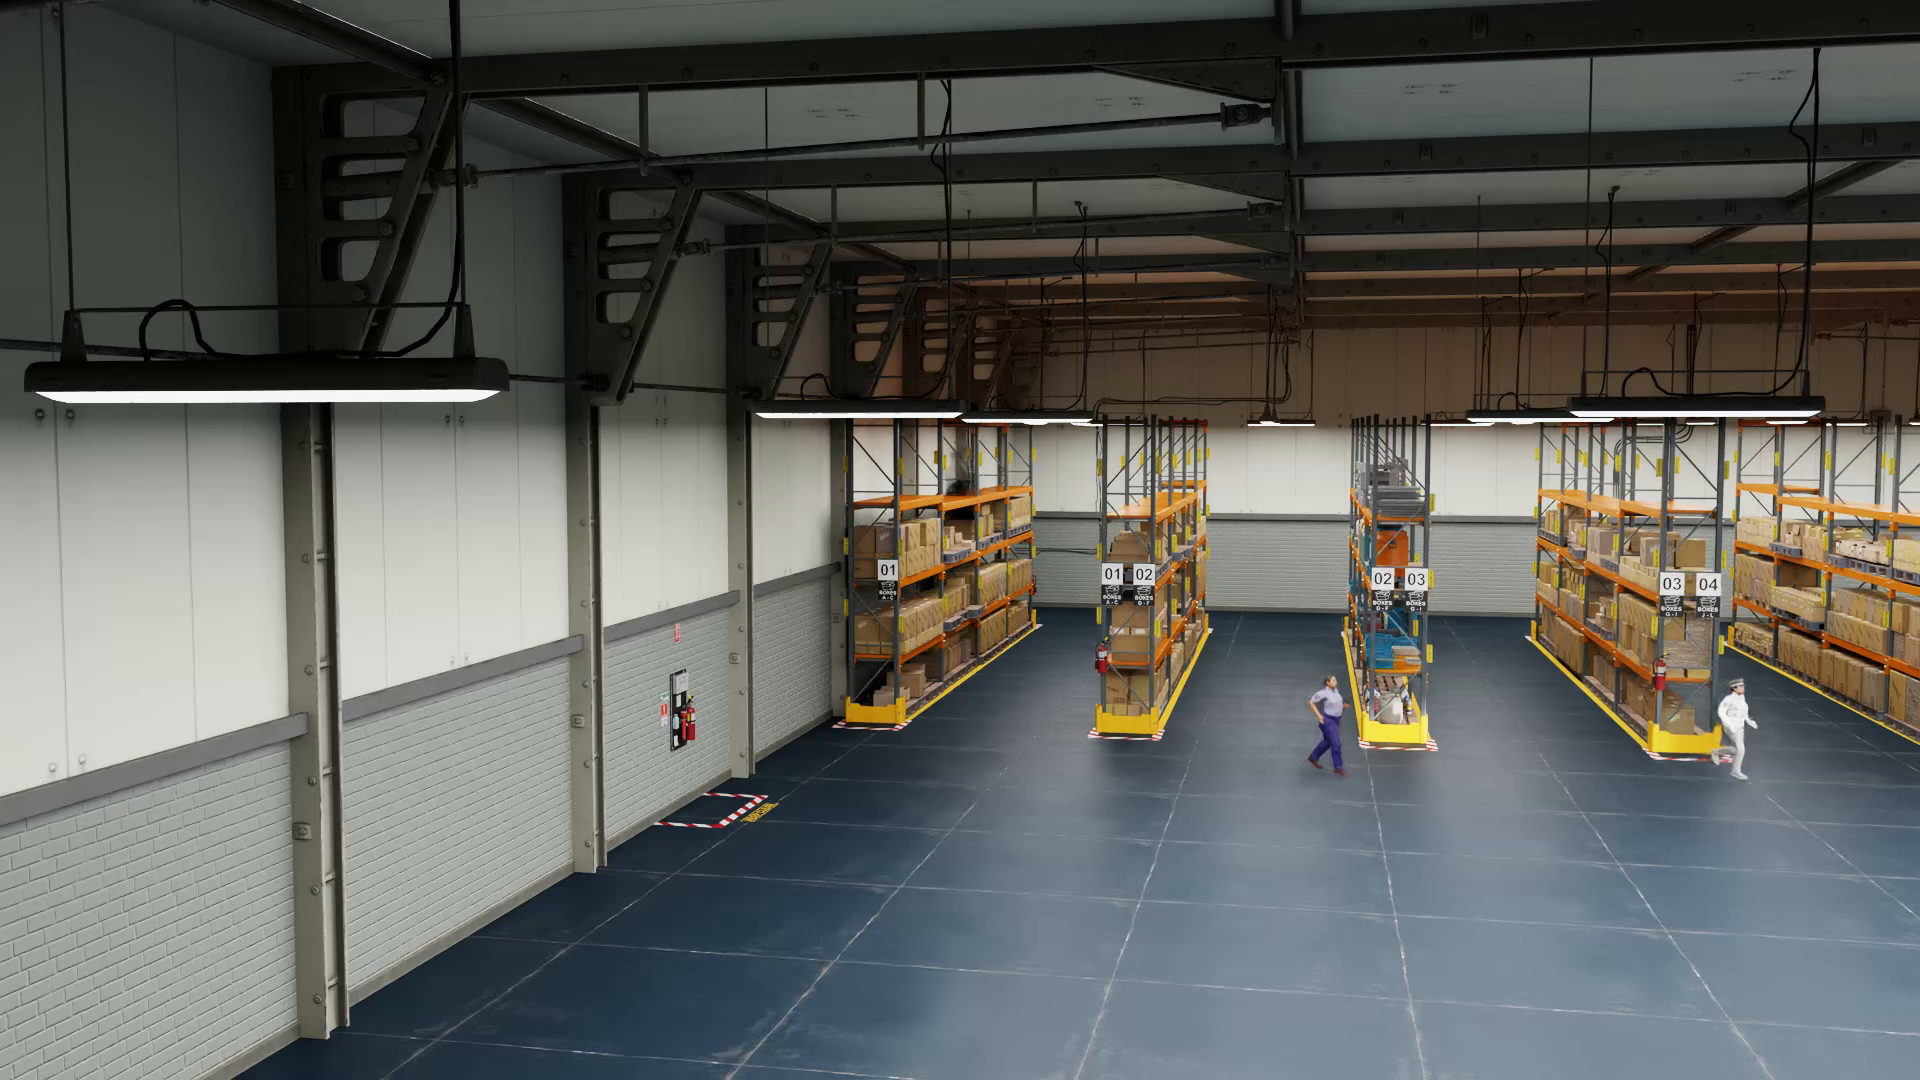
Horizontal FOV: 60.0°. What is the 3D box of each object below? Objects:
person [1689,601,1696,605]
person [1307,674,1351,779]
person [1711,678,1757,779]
[{"bbox_3d":[19.116,1.909,44.060,0.959,1.769,0.745,-4,5,-44],"label":"person"},{"bbox_3d":[6.120,3.055,27.527,0.875,1.678,0.594,3,5,39],"label":"person"},{"bbox_3d":[12.706,3.083,27.444,0.602,1.652,0.684,-3,5,-35],"label":"person"}]
